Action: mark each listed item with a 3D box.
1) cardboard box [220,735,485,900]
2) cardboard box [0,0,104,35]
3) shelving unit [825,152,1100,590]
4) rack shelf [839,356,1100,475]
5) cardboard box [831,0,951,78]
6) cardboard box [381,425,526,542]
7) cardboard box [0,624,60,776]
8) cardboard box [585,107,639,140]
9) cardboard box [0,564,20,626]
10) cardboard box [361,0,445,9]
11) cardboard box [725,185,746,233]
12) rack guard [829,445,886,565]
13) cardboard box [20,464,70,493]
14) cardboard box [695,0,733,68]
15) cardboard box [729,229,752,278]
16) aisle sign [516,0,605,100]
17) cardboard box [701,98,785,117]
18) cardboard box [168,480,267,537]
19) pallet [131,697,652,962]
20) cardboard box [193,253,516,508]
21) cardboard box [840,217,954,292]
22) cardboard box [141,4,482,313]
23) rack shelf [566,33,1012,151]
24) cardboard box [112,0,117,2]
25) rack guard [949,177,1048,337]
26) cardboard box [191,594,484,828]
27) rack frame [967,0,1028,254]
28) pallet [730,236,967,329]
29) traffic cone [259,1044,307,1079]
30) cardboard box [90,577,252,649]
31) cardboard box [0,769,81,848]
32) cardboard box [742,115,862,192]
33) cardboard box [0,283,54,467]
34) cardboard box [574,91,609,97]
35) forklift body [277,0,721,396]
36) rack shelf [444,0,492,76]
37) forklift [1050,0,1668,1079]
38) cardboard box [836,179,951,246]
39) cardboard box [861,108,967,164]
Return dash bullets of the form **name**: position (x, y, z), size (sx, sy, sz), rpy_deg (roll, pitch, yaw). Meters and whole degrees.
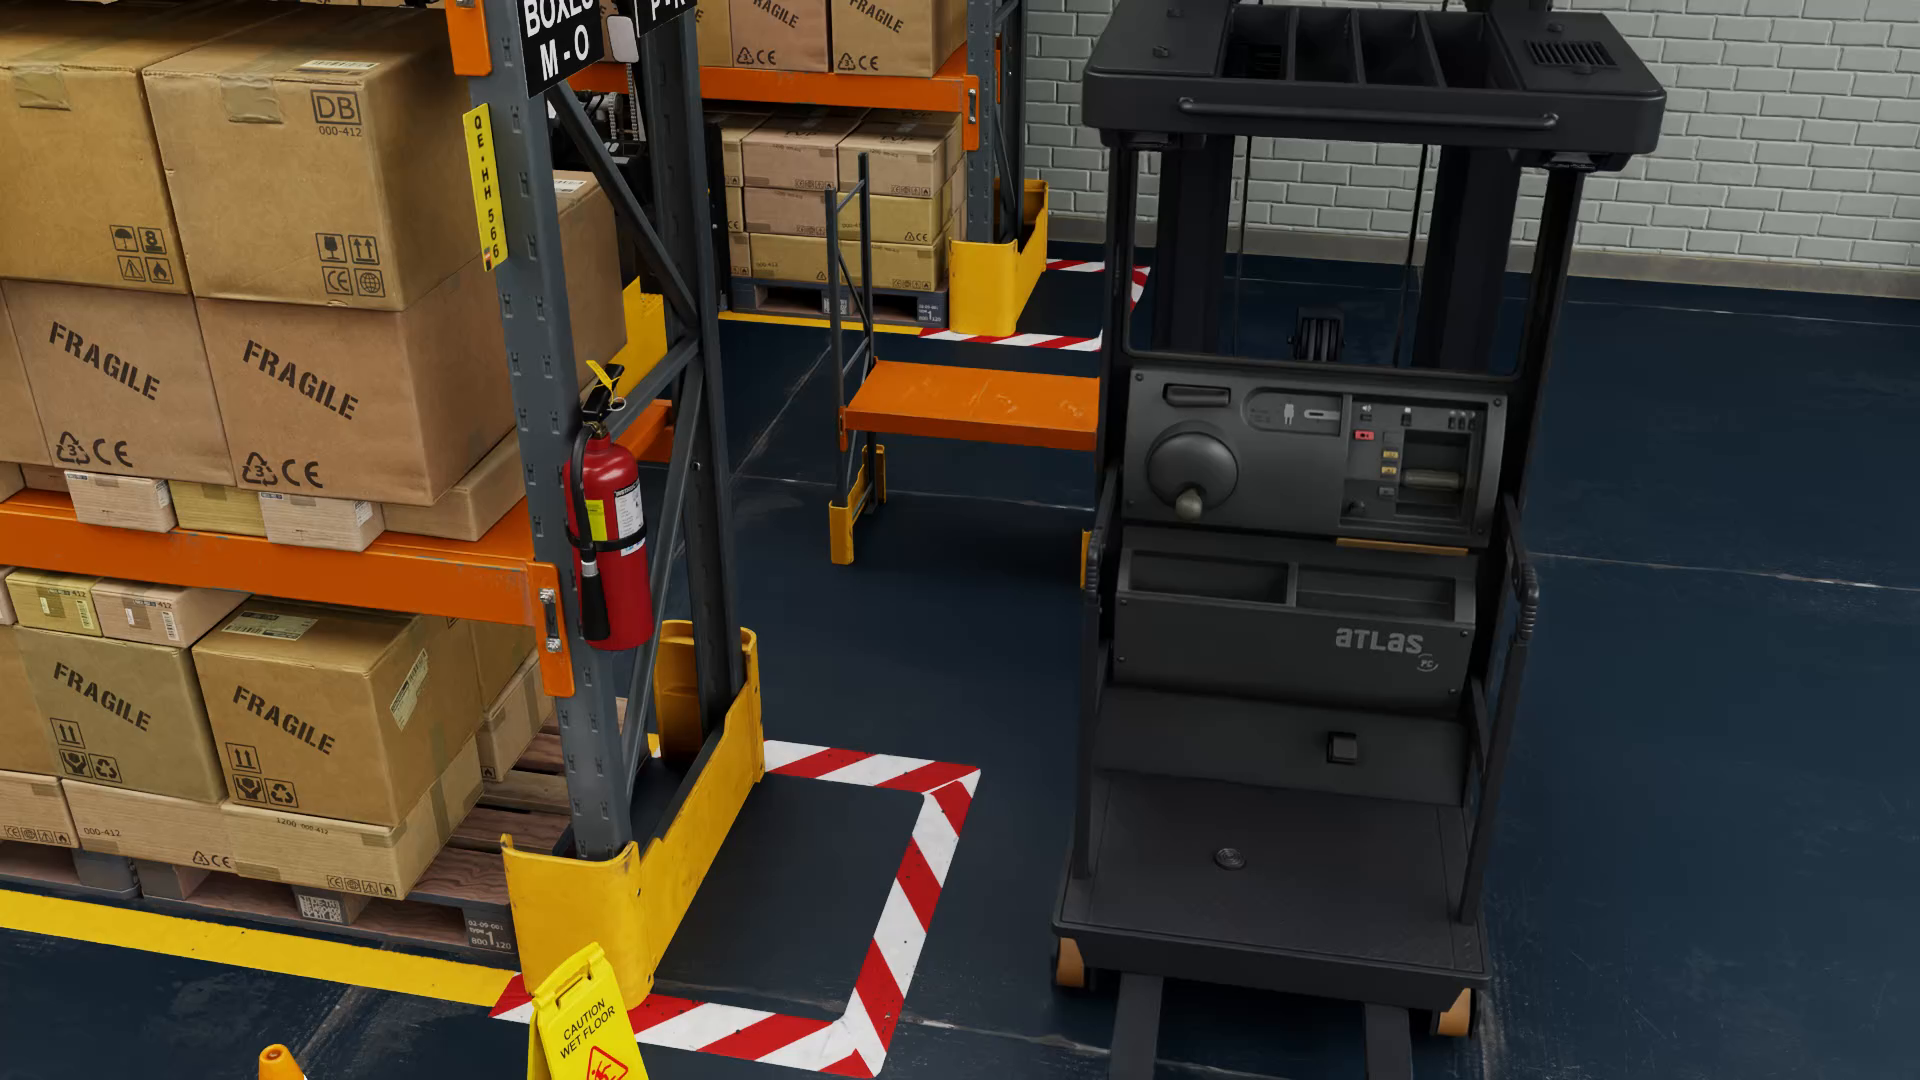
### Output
- **cardboard box**: position (-1.705, 0.733, 4.714), size (0.500, 0.250, 0.500), rpy_deg (6, 29, 10)
- **cardboard box**: position (-2.394, -0.951, 3.908), size (0.500, 0.500, 0.700), rpy_deg (6, 29, 10)
- **shelving unit**: position (0.075, -0.650, 6.376), size (1.083, 1.500, 0.587), rpy_deg (6, 29, 11)
- **rack shelf**: position (0.083, -0.492, 6.461), size (1.000, 0.185, 0.538), rpy_deg (6, 29, 11)
- **cardboard box**: position (-0.338, -2.633, 8.332), size (0.500, 0.500, 0.500), rpy_deg (5, 29, 9)
- **cardboard box**: position (-1.245, -0.159, 4.178), size (0.250, 0.149, 0.380), rpy_deg (7, 29, 12)
- **cardboard box**: position (-2.676, 0.299, 4.726), size (0.500, 0.500, 0.500), rpy_deg (5, 29, 9)
- **cardboard box**: position (-1.808, -2.128, 8.899), size (0.500, 0.250, 0.500), rpy_deg (5, 29, 10)
- **cardboard box**: position (-2.548, 0.059, 4.487), size (0.250, 0.149, 0.380), rpy_deg (7, 29, 13)
- **cardboard box**: position (-2.822, -2.897, 8.813), size (0.500, 0.500, 0.500), rpy_deg (6, 29, 11)
- **cardboard box**: position (-1.341, -1.860, 8.929), size (0.500, 0.250, 0.500), rpy_deg (5, 29, 9)
- **rack guard**: position (-0.412, -0.152, 6.767), size (0.087, 0.250, 0.587), rpy_deg (6, 29, 11)
- **cardboard box**: position (-2.242, -0.271, 4.383), size (0.250, 0.149, 0.380), rpy_deg (6, 29, 11)
- **cardboard box**: position (-1.345, -2.741, 8.529), size (0.500, 0.500, 0.500), rpy_deg (5, 29, 10)
- **cardboard box**: position (-1.299, -1.649, 9.064), size (0.500, 0.250, 0.500), rpy_deg (6, 29, 11)
- **aisle sign**: position (-0.835, -1.330, 3.348), size (0.004, 0.787, 0.394), rpy_deg (6, 29, 11)
- **cardboard box**: position (-1.209, -2.321, 9.250), size (0.500, 0.250, 0.500), rpy_deg (6, 29, 10)
- **cardboard box**: position (-1.763, -0.168, 4.194), size (0.250, 0.149, 0.380), rpy_deg (5, 29, 10)
- **pallet**: position (-1.696, 0.786, 5.095), size (1.213, 0.211, 1.003), rpy_deg (6, 29, 11)
- **cardboard box**: position (-1.423, -0.431, 4.000), size (0.500, 0.500, 0.500), rpy_deg (5, 29, 10)
- **cardboard box**: position (-0.328, -1.540, 8.866), size (0.500, 0.250, 0.500), rpy_deg (6, 29, 11)
- **cardboard box**: position (-1.380, -0.893, 3.803), size (0.500, 0.500, 0.700), rpy_deg (5, 29, 9)
- **rack shelf**: position (-1.758, -2.548, 9.030), size (4.000, 0.370, 1.077), rpy_deg (6, 29, 11)
- **cardboard box**: position (-4.261, -2.926, 9.128), size (0.500, 0.250, 0.500), rpy_deg (7, 29, 12)
- **rack guard**: position (0.221, -1.564, 9.087), size (0.348, 0.500, 1.175), rpy_deg (6, 29, 11)
- **cardboard box**: position (-1.673, 0.403, 4.535), size (0.500, 0.500, 0.500), rpy_deg (6, 29, 11)
- **rack frame**: position (0.198, -2.663, 8.491), size (0.127, 3.000, 1.000), rpy_deg (6, 29, 11)
- **pallet**: position (-0.559, -1.497, 9.265), size (1.213, 0.211, 1.003), rpy_deg (6, 29, 11)
- **traffic cone**: position (-1.525, 1.344, 3.814), size (0.334, 0.463, 0.336), rpy_deg (6, 29, 11)
- **cardboard box**: position (-2.046, 0.113, 4.389), size (0.250, 0.149, 0.380), rpy_deg (7, 29, 12)
- **cardboard box**: position (-2.700, 0.630, 4.902), size (0.500, 0.250, 0.500), rpy_deg (5, 29, 9)
- **cardboard box**: position (-0.818, -2.028, 8.716), size (0.500, 0.250, 0.500), rpy_deg (6, 29, 11)
- **cardboard box**: position (-2.401, -0.535, 4.191), size (0.500, 0.500, 0.500), rpy_deg (6, 29, 10)
- **cardboard box**: position (-2.202, -2.422, 9.435), size (0.500, 0.250, 0.500), rpy_deg (6, 29, 11)
- **forklift body**: position (-2.038, -1.624, 7.477), size (1.214, 2.155, 2.313), rpy_deg (6, 29, 11)
- **rack shelf**: position (-2.791, -1.533, 4.051), size (4.000, 0.370, 1.077), rpy_deg (6, 29, 11)
- **forklift**: position (0.850, -0.173, 4.013), size (1.130, 2.935, 3.031), rpy_deg (5, 29, 9)
- **cardboard box**: position (-0.343, -1.763, 8.752), size (0.500, 0.250, 0.500), rpy_deg (5, 29, 10)
- **cardboard box**: position (-0.233, -2.217, 9.061), size (0.500, 0.250, 0.500), rpy_deg (5, 29, 10)
